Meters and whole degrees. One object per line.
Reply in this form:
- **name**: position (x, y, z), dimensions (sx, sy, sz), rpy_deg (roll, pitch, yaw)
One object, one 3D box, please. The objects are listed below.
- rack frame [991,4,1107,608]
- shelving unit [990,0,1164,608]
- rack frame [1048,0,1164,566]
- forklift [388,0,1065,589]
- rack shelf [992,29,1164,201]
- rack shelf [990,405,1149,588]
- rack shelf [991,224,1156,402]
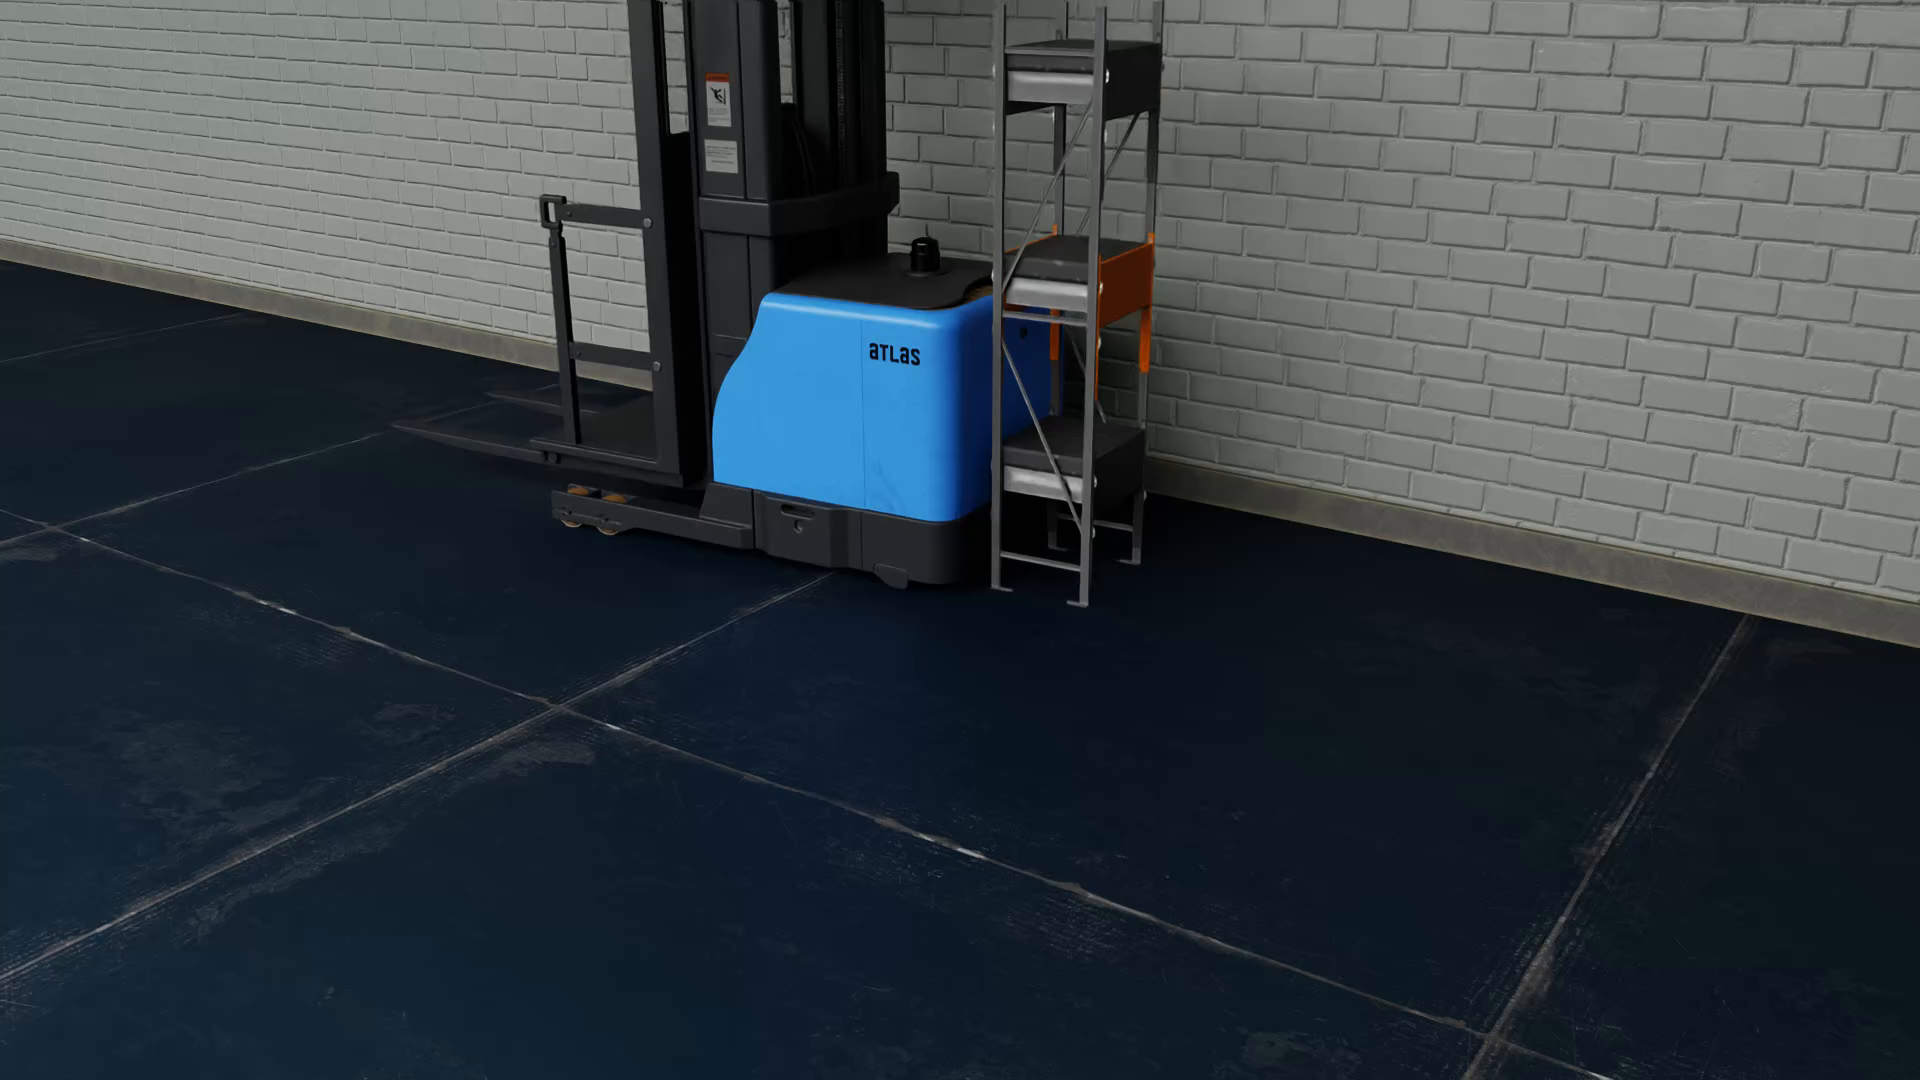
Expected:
- **rack frame**: position (0.296, -0.770, 5.821), dimensions (0.400, 2.100, 0.015), rpy_deg (11, 23, 27)
- **shelving unit**: position (0.413, -0.845, 6.022), dimensions (0.431, 2.100, 0.503), rpy_deg (11, 23, 27)
- **rack frame**: position (0.531, -0.919, 6.222), dimensions (0.400, 2.100, 0.015), rpy_deg (11, 23, 27)
- **forklift**: position (-1.110, -1.541, 6.706), dimensions (3.031, 2.935, 1.130), rpy_deg (11, 23, 27)
- **rack shelf**: position (0.413, -1.488, 5.784), dimensions (0.431, 0.518, 0.480), rpy_deg (11, 23, 27)
- **rack shelf**: position (0.413, -0.175, 6.269), dimensions (0.431, 0.518, 0.480), rpy_deg (11, 23, 27)
- **rack shelf**: position (0.413, -0.832, 6.027), dimensions (0.431, 0.518, 0.480), rpy_deg (11, 23, 27)
